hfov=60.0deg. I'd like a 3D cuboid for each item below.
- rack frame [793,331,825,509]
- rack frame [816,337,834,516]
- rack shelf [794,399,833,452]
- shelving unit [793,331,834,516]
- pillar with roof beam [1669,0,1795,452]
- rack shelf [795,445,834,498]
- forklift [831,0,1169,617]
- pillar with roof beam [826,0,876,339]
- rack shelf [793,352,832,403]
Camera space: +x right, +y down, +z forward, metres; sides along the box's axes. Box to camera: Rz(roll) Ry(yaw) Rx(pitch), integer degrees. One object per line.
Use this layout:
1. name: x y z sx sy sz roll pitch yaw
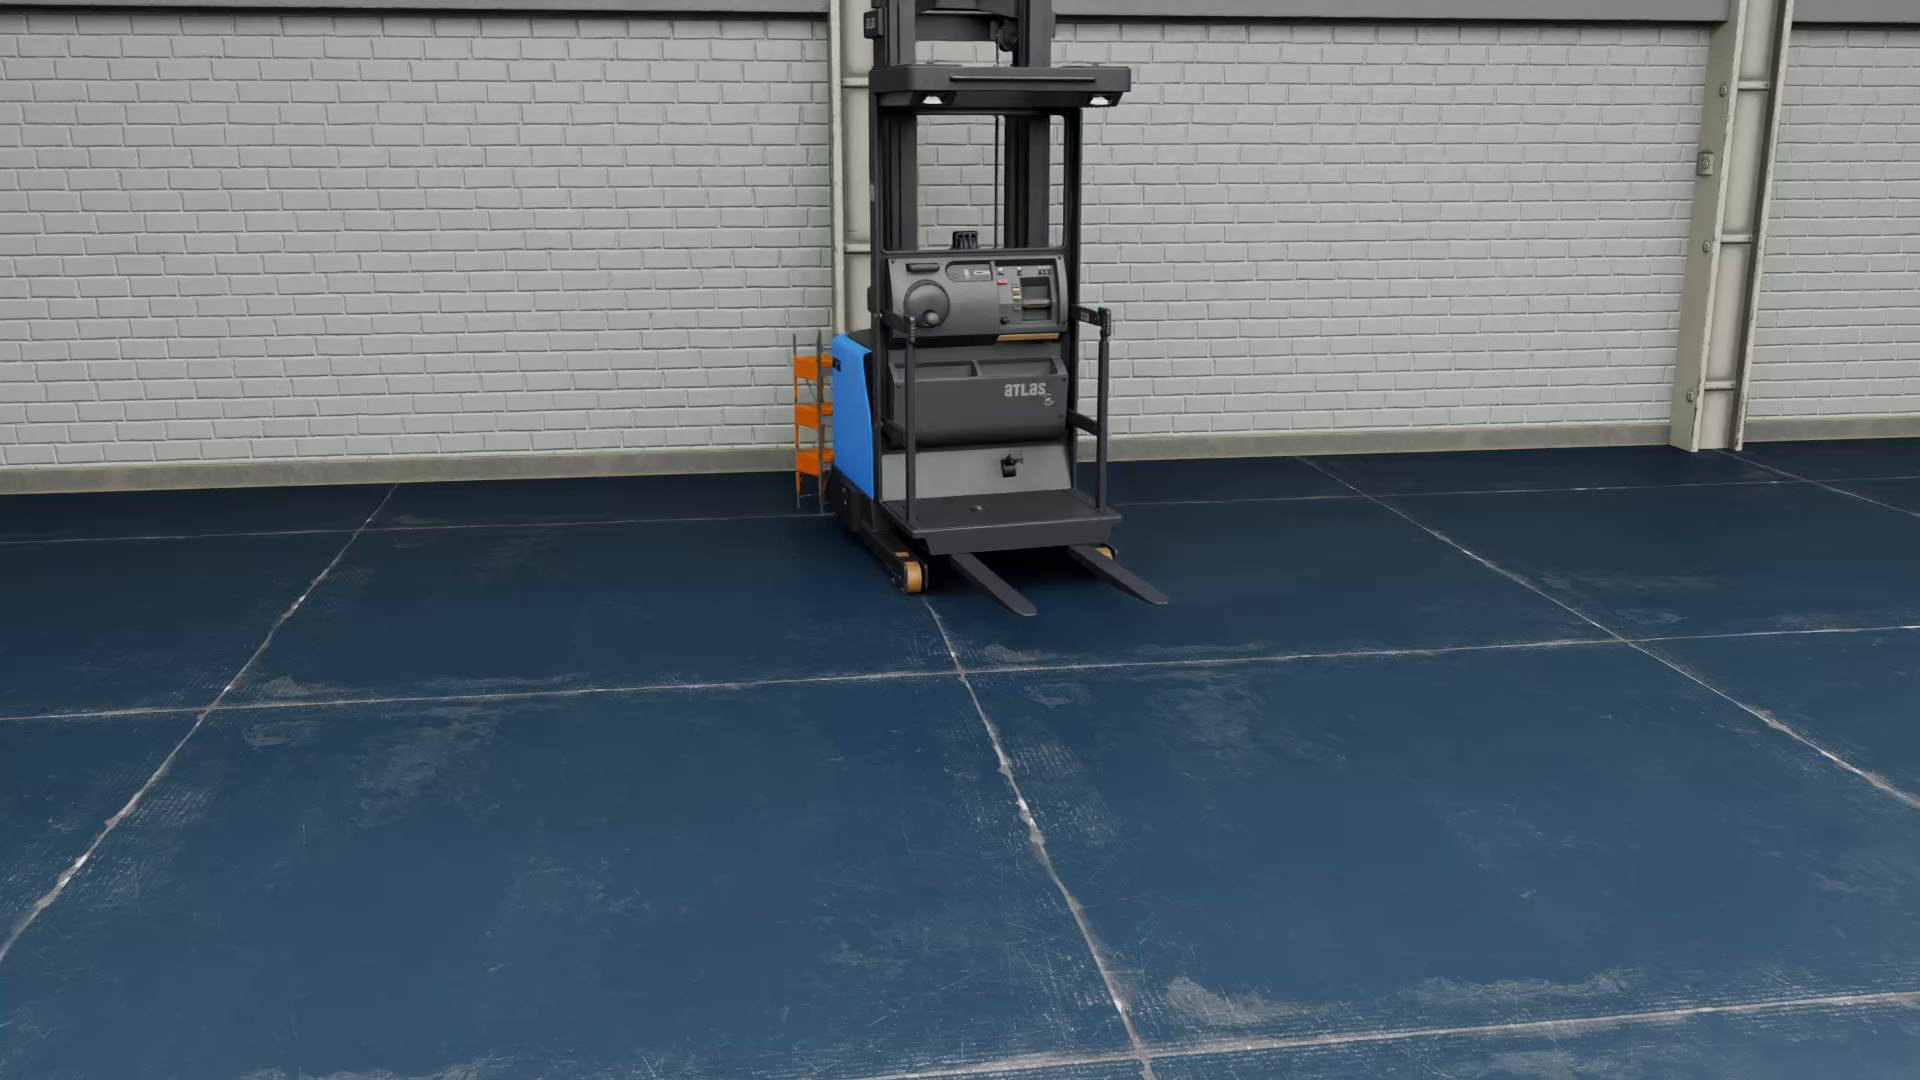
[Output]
1. rack frame: -0.898 -0.712 9.902 0.200 1.050 0.008 -11 18 -38
2. rack frame: -0.743 -0.666 9.719 0.200 1.050 0.008 -11 18 -38
3. rack shelf: -0.821 -0.679 9.813 0.215 0.259 0.240 -11 18 -38
4. shelving unit: -0.821 -0.689 9.811 0.215 1.050 0.252 -11 18 -38
5. pillar with roof beam: 5.957 -3.995 6.653 0.400 9.000 9.100 -2 14 -8
6. rack shelf: -0.821 -0.409 9.881 0.215 0.259 0.240 -11 18 -38
7. forklift: 0.158 -1.261 8.226 1.130 2.935 3.031 -4 15 -16
8. pillar with roof beam: 0.024 -3.778 5.786 0.400 9.000 9.100 -2 14 -8
9. rack shelf: -0.821 -0.954 9.744 0.215 0.259 0.240 -11 18 -38
